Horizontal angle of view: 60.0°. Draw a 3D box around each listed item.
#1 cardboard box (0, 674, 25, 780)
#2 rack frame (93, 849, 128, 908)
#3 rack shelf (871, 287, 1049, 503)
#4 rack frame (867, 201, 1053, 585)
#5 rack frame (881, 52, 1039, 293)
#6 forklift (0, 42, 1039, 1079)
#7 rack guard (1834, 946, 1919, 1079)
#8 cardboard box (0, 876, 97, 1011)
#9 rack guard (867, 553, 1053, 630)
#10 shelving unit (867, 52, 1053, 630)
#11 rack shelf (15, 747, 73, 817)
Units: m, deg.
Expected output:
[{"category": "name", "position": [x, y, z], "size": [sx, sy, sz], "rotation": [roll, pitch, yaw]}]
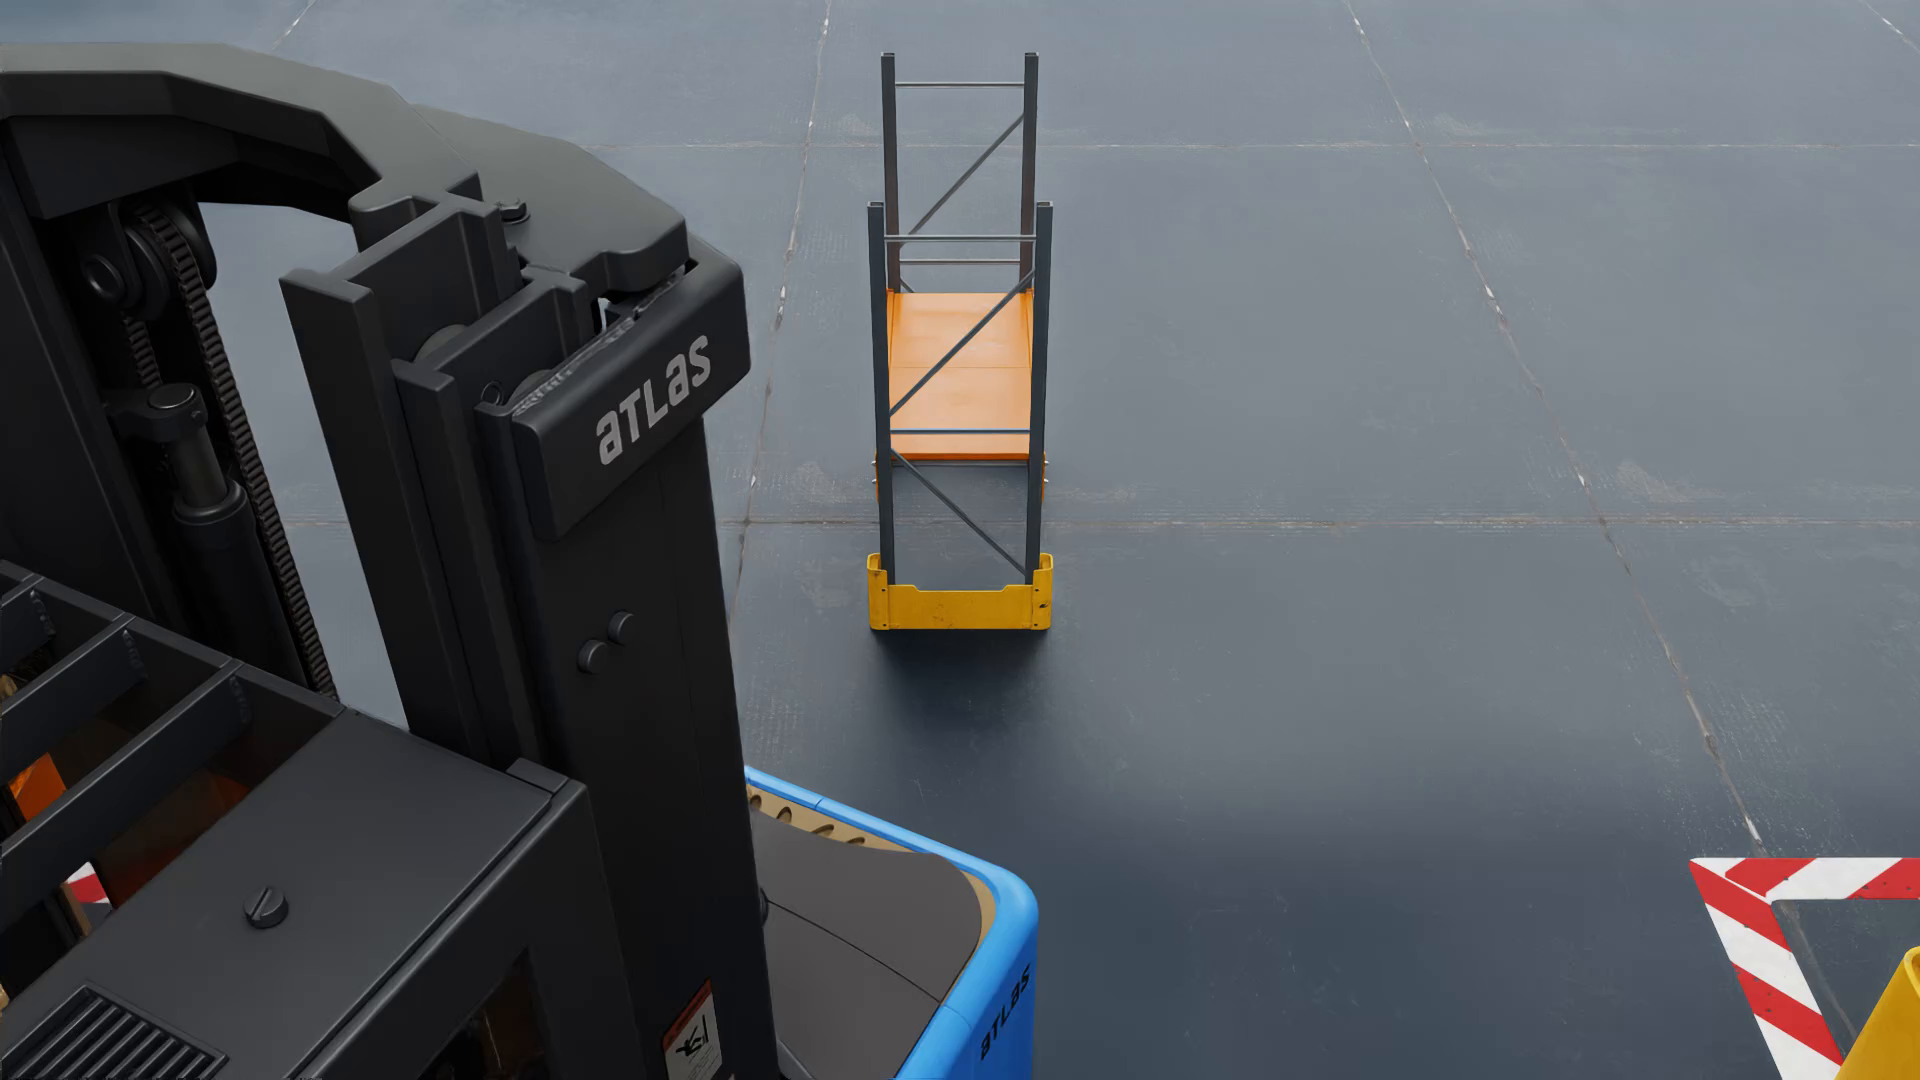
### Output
[{"category": "cardboard box", "position": [-2.199, 0.320, 2.832], "size": [0.875, 0.550, 0.550], "rotation": [0, 39, 0]}, {"category": "rack frame", "position": [-2.245, 0.147, 3.169], "size": [1.000, 3.000, 0.127], "rotation": [0, 39, 0]}, {"category": "rack shelf", "position": [0.000, -0.498, 5.460], "size": [0.538, 0.185, 1.000], "rotation": [0, 39, 0]}, {"category": "rack frame", "position": [0.000, -0.321, 4.951], "size": [0.500, 1.500, 0.032], "rotation": [0, 39, 0]}, {"category": "rack frame", "position": [-0.001, -0.956, 5.744], "size": [0.500, 1.500, 0.032], "rotation": [0, 39, 0]}, {"category": "forklift", "position": [-0.957, 1.036, 2.114], "size": [1.130, 2.935, 3.031], "rotation": [18, 42, 21]}, {"category": "rack guard", "position": [2.715, 1.229, 3.817], "size": [1.175, 0.500, 0.348], "rotation": [0, 39, 0]}, {"category": "cardboard box", "position": [-2.178, 1.236, 3.173], "size": [0.875, 0.875, 0.875], "rotation": [0, 39, 0]}, {"category": "rack guard", "position": [0.000, 0.166, 5.343], "size": [0.587, 0.250, 0.087], "rotation": [0, 39, 0]}, {"category": "shelving unit", "position": [0.000, -0.633, 5.340], "size": [0.587, 1.500, 1.083], "rotation": [0, 39, 0]}, {"category": "rack shelf", "position": [-2.242, 1.678, 1.833], "size": [1.077, 0.370, 4.000], "rotation": [0, 39, 0]}]
